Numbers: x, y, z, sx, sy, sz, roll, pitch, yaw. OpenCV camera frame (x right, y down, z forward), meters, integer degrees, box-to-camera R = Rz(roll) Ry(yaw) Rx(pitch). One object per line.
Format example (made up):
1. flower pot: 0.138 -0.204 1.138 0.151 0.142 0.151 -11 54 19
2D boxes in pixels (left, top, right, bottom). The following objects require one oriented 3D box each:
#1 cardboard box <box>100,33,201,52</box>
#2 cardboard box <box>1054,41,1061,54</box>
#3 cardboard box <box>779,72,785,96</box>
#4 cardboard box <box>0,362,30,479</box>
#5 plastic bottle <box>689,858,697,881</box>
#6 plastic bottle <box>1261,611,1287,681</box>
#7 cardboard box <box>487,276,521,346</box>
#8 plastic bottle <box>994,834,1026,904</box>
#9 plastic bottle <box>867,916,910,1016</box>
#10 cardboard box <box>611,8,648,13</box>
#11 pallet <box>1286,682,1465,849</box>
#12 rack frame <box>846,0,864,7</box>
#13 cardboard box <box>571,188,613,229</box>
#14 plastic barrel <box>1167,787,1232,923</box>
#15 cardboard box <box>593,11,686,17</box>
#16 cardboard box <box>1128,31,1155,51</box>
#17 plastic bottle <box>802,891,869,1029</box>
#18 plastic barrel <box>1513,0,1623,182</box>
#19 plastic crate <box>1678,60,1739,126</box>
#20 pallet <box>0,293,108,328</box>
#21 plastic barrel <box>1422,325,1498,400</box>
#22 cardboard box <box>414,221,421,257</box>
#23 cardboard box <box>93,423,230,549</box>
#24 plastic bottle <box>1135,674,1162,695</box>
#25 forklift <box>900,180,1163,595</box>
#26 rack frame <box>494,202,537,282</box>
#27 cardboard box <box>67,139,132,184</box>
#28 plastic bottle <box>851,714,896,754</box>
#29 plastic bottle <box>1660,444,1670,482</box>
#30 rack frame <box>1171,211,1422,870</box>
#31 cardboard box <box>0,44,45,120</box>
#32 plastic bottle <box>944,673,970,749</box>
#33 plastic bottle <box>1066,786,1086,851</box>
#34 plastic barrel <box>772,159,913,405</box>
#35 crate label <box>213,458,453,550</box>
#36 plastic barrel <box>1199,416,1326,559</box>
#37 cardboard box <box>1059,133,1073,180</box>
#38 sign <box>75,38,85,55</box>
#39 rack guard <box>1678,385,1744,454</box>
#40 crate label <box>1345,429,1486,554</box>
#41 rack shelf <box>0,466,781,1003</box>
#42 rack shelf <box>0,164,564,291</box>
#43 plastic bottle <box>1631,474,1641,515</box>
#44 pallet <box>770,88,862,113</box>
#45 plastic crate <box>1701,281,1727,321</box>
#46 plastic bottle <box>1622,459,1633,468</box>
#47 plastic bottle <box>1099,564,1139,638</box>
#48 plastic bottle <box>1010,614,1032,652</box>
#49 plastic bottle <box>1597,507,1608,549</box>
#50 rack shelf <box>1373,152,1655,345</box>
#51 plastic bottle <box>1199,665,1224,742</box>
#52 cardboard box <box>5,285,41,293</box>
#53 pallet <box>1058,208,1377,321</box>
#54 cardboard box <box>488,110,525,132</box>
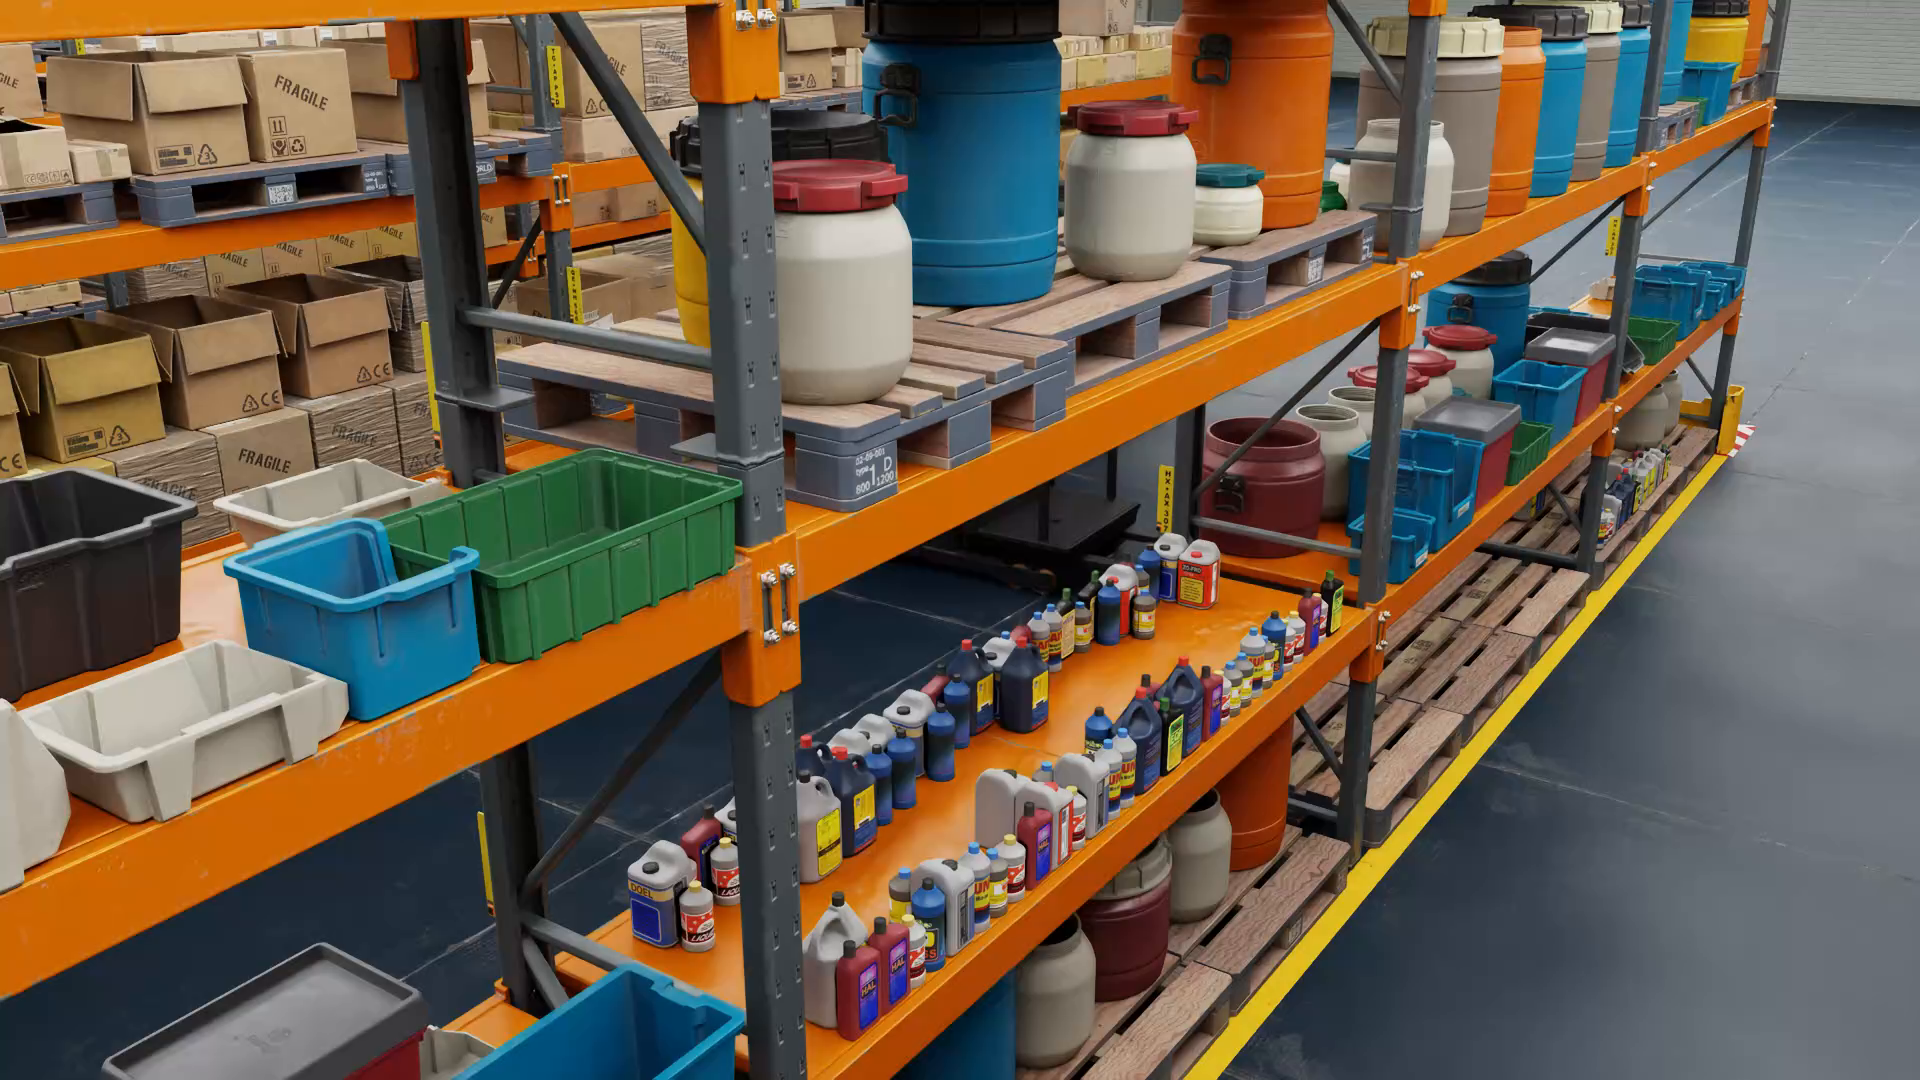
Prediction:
1. cardboard box: -6.132 -3.739 12.604 0.500 0.311 0.500 13 24 32
2. cardboard box: 0.598 -3.975 13.504 0.380 0.149 0.250 13 24 31
3. cardboard box: -1.398 -3.053 11.103 0.380 0.166 0.250 12 24 30
4. cardboard box: -4.572 -0.523 7.266 0.797 0.503 0.637 13 24 30
5. plastic bottle: -0.831 1.023 4.961 0.097 0.201 0.097 0 20 0
6. plastic bottle: 1.227 0.408 6.523 0.097 0.271 0.097 0 20 0
7. cardboard box: -4.747 -2.059 15.645 1.050 0.750 0.750 13 24 32
8. plastic bottle: 0.150 0.991 5.049 0.097 0.201 0.097 0 20 0
9. plastic bottle: -0.194 1.139 4.529 0.061 0.283 0.133 13 24 32
10. cardboard box: -3.400 -5.208 16.236 0.500 0.250 0.500 13 24 31
11. pallet: 1.888 1.090 8.513 1.003 0.211 1.213 13 24 32
12. rack frame: -0.427 -4.930 12.122 1.000 3.000 0.127 13 24 32
13. cardboard box: -3.984 -3.453 16.561 0.875 0.550 0.550 13 24 32
14. plastic barrel: 0.916 1.290 6.934 0.421 0.512 0.421 0 20 0
15. cardboard box: -2.044 -3.131 10.717 0.500 0.500 0.500 14 24 33
16. cardboard box: 1.496 -4.419 14.705 0.380 0.149 0.250 13 24 32
17. plastic bottle: -0.339 1.119 4.488 0.144 0.351 0.185 13 24 32
18. plastic barrel: 3.195 -2.417 8.928 0.600 0.901 0.600 0 20 0
19. plastic crate: 5.095 -3.092 11.499 0.392 0.384 0.575 13 24 32
20. pallet: -7.033 -1.650 12.178 1.213 0.211 1.003 13 24 32
21. plastic barrel: 2.950 -0.982 9.901 0.433 0.535 0.433 0 20 0
22. cardboard box: -4.829 -2.813 14.901 0.500 0.500 0.500 13 24 31
23. cardboard box: -3.895 -0.239 7.944 0.500 0.500 0.500 13 24 31
24. plastic bottle: 0.681 0.604 5.976 0.061 0.283 0.133 13 24 32
25. forklift: 0.564 -1.226 10.854 3.031 2.935 1.130 12 23 29
26. rack frame: -4.472 -3.113 15.856 1.000 3.000 0.127 13 24 32
27. cardboard box: -3.963 -1.705 7.484 0.380 0.149 0.250 12 24 30
28. plastic bottle: -0.309 0.739 5.623 0.152 0.276 0.135 13 24 32
29. plastic bottle: 5.197 -0.581 12.293 0.061 0.283 0.133 14 24 33
30. rack frame: 1.421 -0.003 7.449 1.000 3.000 0.127 13 24 32
31. cardboard box: -6.832 -3.205 11.639 0.500 0.500 0.500 13 24 32
32. plastic bottle: -0.011 0.609 5.979 0.097 0.271 0.097 0 20 0
33. plastic bottle: 0.356 0.886 5.333 0.097 0.201 0.097 0 20 0
34. plastic barrel: -0.325 -0.625 4.005 0.433 0.535 0.433 0 20 0
35. crate label: -1.342 -0.054 3.644 0.293 0.136 0.466 13 24 32
36. plastic barrel: 1.431 -0.259 7.945 0.600 0.536 0.708 13 24 32
37. cardboard box: 0.598 -3.138 13.912 0.500 0.500 0.500 13 24 32
38. sign: -6.273 -3.508 11.856 0.100 0.325 0.005 13 24 32
39. rack guard: 5.914 -1.095 14.004 1.175 0.500 0.348 13 24 32
40. crate label: 2.203 -0.252 8.071 0.502 0.435 0.616 13 24 32
41. rack shelf: -1.952 0.649 2.399 1.077 0.370 4.000 13 24 32
42. rack shelf: -3.800 -1.464 8.113 1.077 0.370 4.000 13 24 32
43. plastic bottle: 4.700 -0.327 11.606 0.061 0.283 0.133 15 25 34
44. pallet: -1.443 -2.981 11.446 1.213 0.211 1.003 13 24 32
45. plastic crate: 5.514 -1.841 12.633 0.499 0.251 0.408 13 24 32
46. plastic bottle: 4.892 -0.492 12.170 0.097 0.201 0.097 0 20 0
47. plastic bottle: 0.650 0.249 6.946 0.152 0.276 0.135 13 24 32
48. plastic bottle: 0.223 0.436 6.432 0.061 0.283 0.133 13 24 32
49. plastic bottle: 4.211 -0.083 10.965 0.097 0.271 0.097 0 20 0
50. rack shelf: 2.545 -1.646 8.605 1.077 0.370 4.000 13 24 32
51. plastic bottle: 0.904 0.579 6.044 0.061 0.283 0.133 13 24 32
52. cardboard box: -6.771 -1.876 11.842 0.380 0.149 0.250 14 25 34
53. pallet: 0.910 -1.121 6.419 1.003 0.211 1.213 13 24 32
54. cardboard box: -2.611 -2.489 10.064 0.500 0.250 0.500 13 24 32
